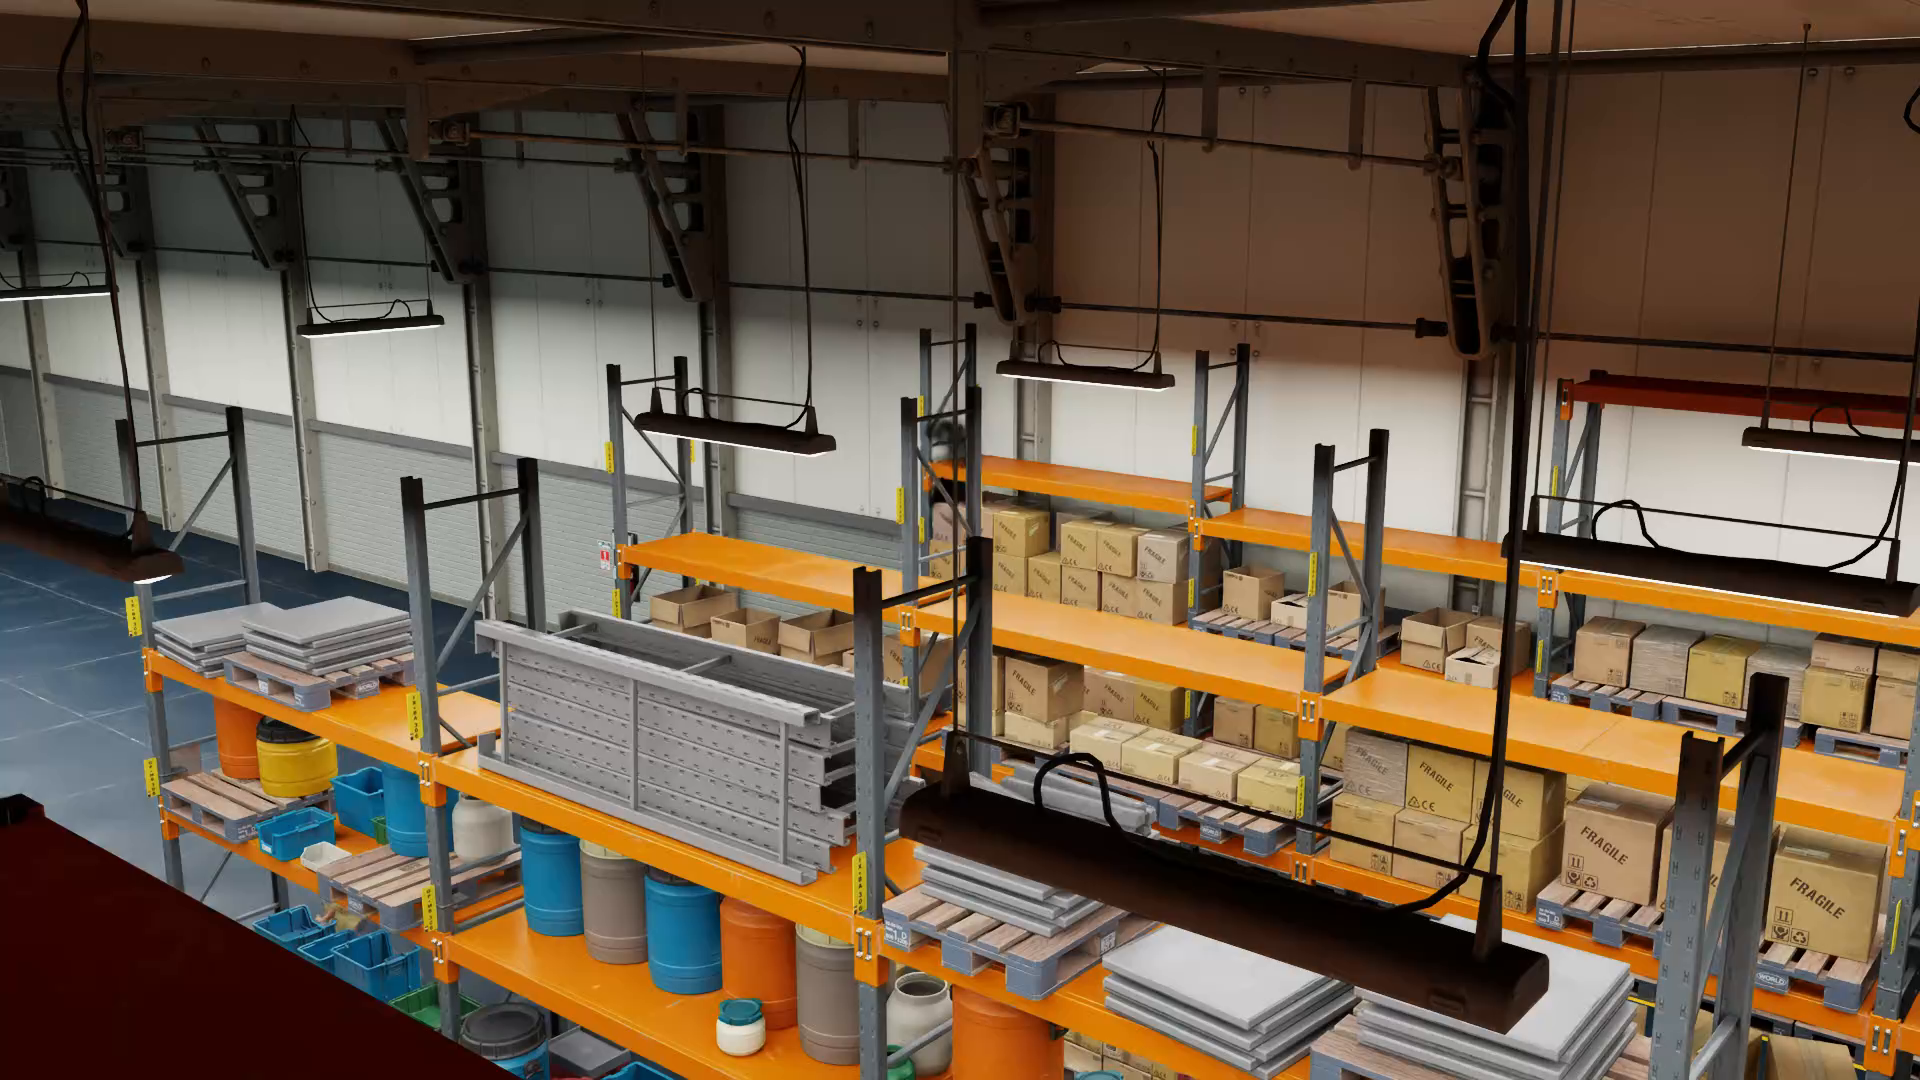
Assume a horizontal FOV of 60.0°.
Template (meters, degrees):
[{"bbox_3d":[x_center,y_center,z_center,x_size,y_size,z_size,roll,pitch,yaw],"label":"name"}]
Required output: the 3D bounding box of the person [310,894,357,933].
[{"bbox_3d":[-6.021,3.723,16.093,0.513,1.629,0.629,0,13,0],"label":"person"}]
